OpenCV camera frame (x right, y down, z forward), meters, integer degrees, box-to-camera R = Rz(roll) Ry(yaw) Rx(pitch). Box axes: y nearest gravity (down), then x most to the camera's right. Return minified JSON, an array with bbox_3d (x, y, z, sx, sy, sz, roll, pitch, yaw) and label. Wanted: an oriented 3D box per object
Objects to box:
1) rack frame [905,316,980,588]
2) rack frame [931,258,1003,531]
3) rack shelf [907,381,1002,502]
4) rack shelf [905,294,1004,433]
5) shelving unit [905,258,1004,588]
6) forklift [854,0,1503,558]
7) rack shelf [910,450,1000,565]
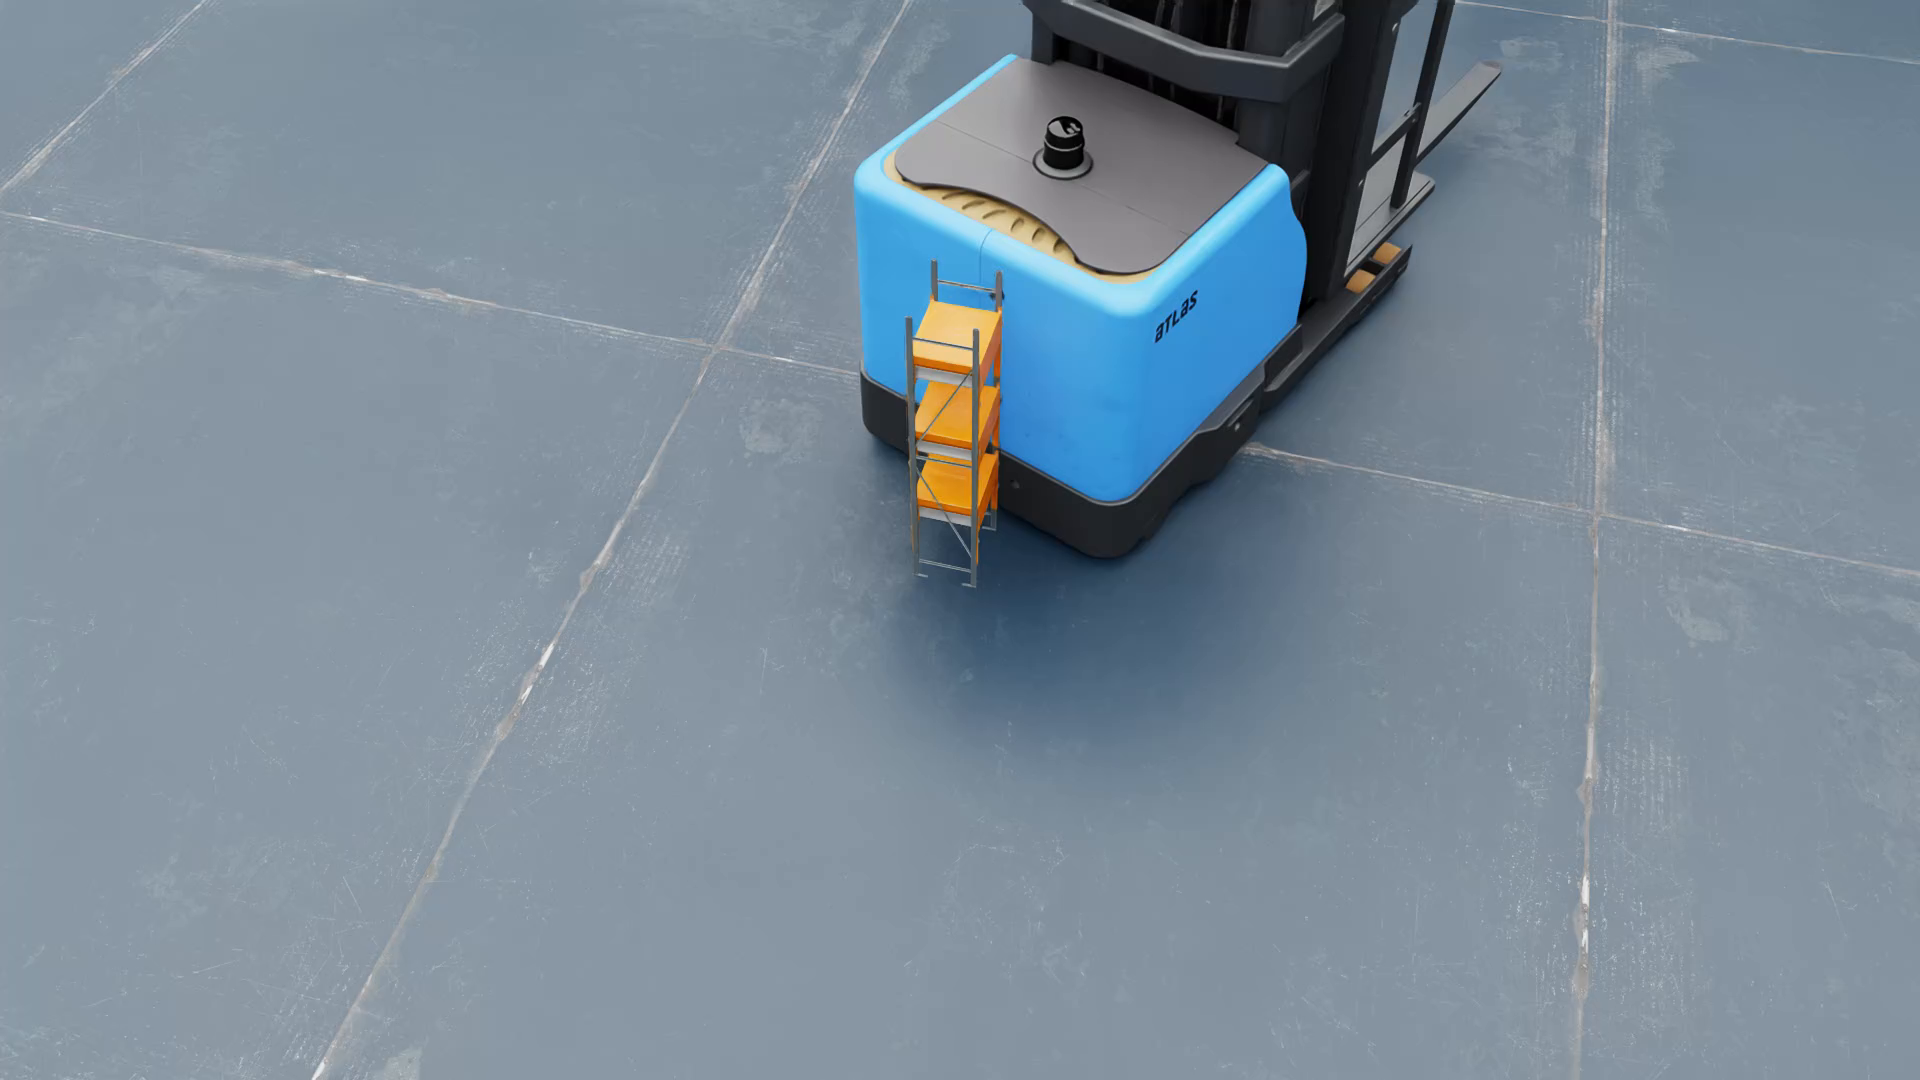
[{"bbox_3d":[-0.046,-0.220,4.744,0.200,1.050,0.008,12,50,10],"label":"rack frame"},{"bbox_3d":[0.018,-0.397,4.900,0.200,1.050,0.008,12,50,10],"label":"rack frame"},{"bbox_3d":[-0.014,-0.302,4.830,0.215,0.259,0.240,12,50,10],"label":"rack shelf"},{"bbox_3d":[-0.014,-0.489,4.617,0.215,0.259,0.240,12,50,10],"label":"rack shelf"},{"bbox_3d":[-0.014,-0.309,4.822,0.215,1.050,0.252,12,50,10],"label":"shelving unit"},{"bbox_3d":[0.975,-1.973,5.037,1.130,2.935,3.031,30,55,24],"label":"forklift"},{"bbox_3d":[-0.014,-0.118,5.039,0.215,0.259,0.240,12,50,10],"label":"rack shelf"}]
